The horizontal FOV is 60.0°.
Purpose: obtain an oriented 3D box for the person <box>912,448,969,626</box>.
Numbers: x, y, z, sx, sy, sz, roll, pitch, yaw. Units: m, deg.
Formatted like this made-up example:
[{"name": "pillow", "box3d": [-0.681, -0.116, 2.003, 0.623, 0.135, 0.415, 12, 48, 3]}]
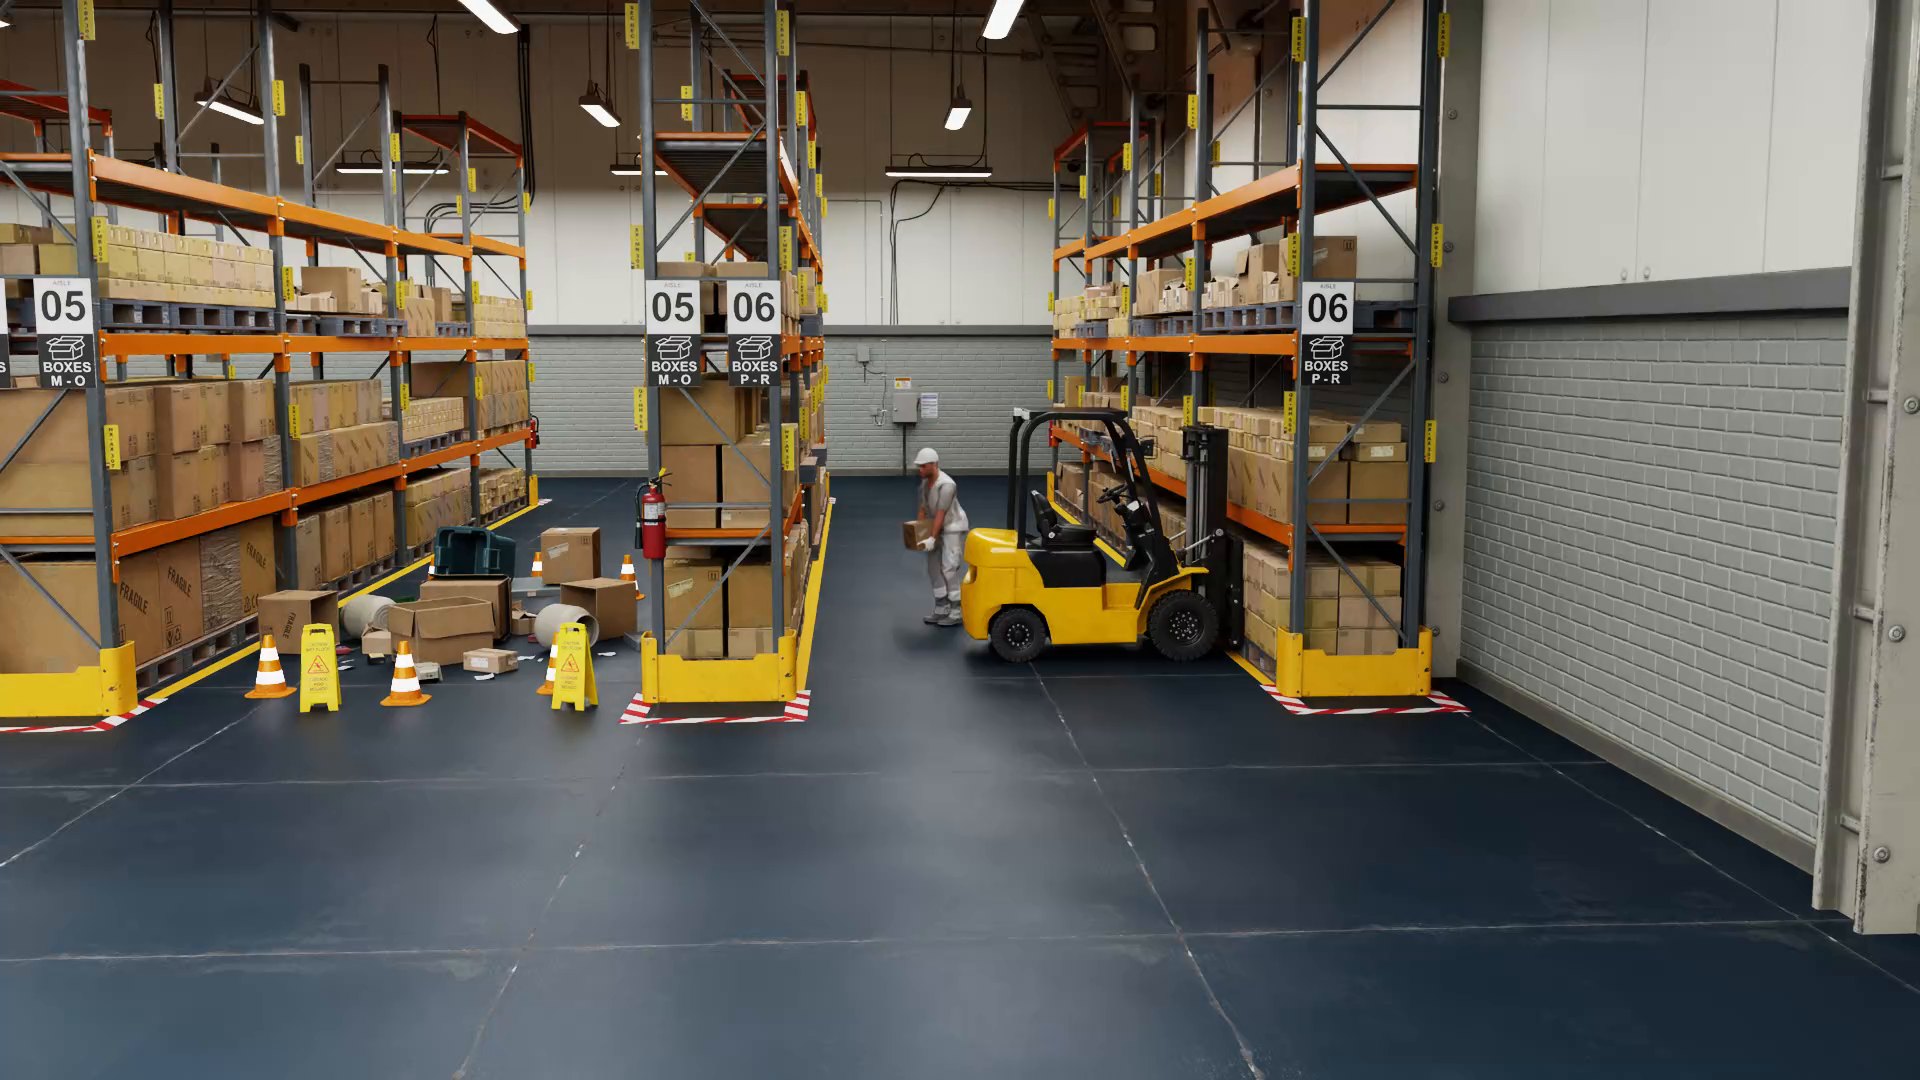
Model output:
[{"name": "person", "box3d": [-0.217, -0.032, 16.161, 0.609, 1.726, 0.490, -5, 8, -34]}]
